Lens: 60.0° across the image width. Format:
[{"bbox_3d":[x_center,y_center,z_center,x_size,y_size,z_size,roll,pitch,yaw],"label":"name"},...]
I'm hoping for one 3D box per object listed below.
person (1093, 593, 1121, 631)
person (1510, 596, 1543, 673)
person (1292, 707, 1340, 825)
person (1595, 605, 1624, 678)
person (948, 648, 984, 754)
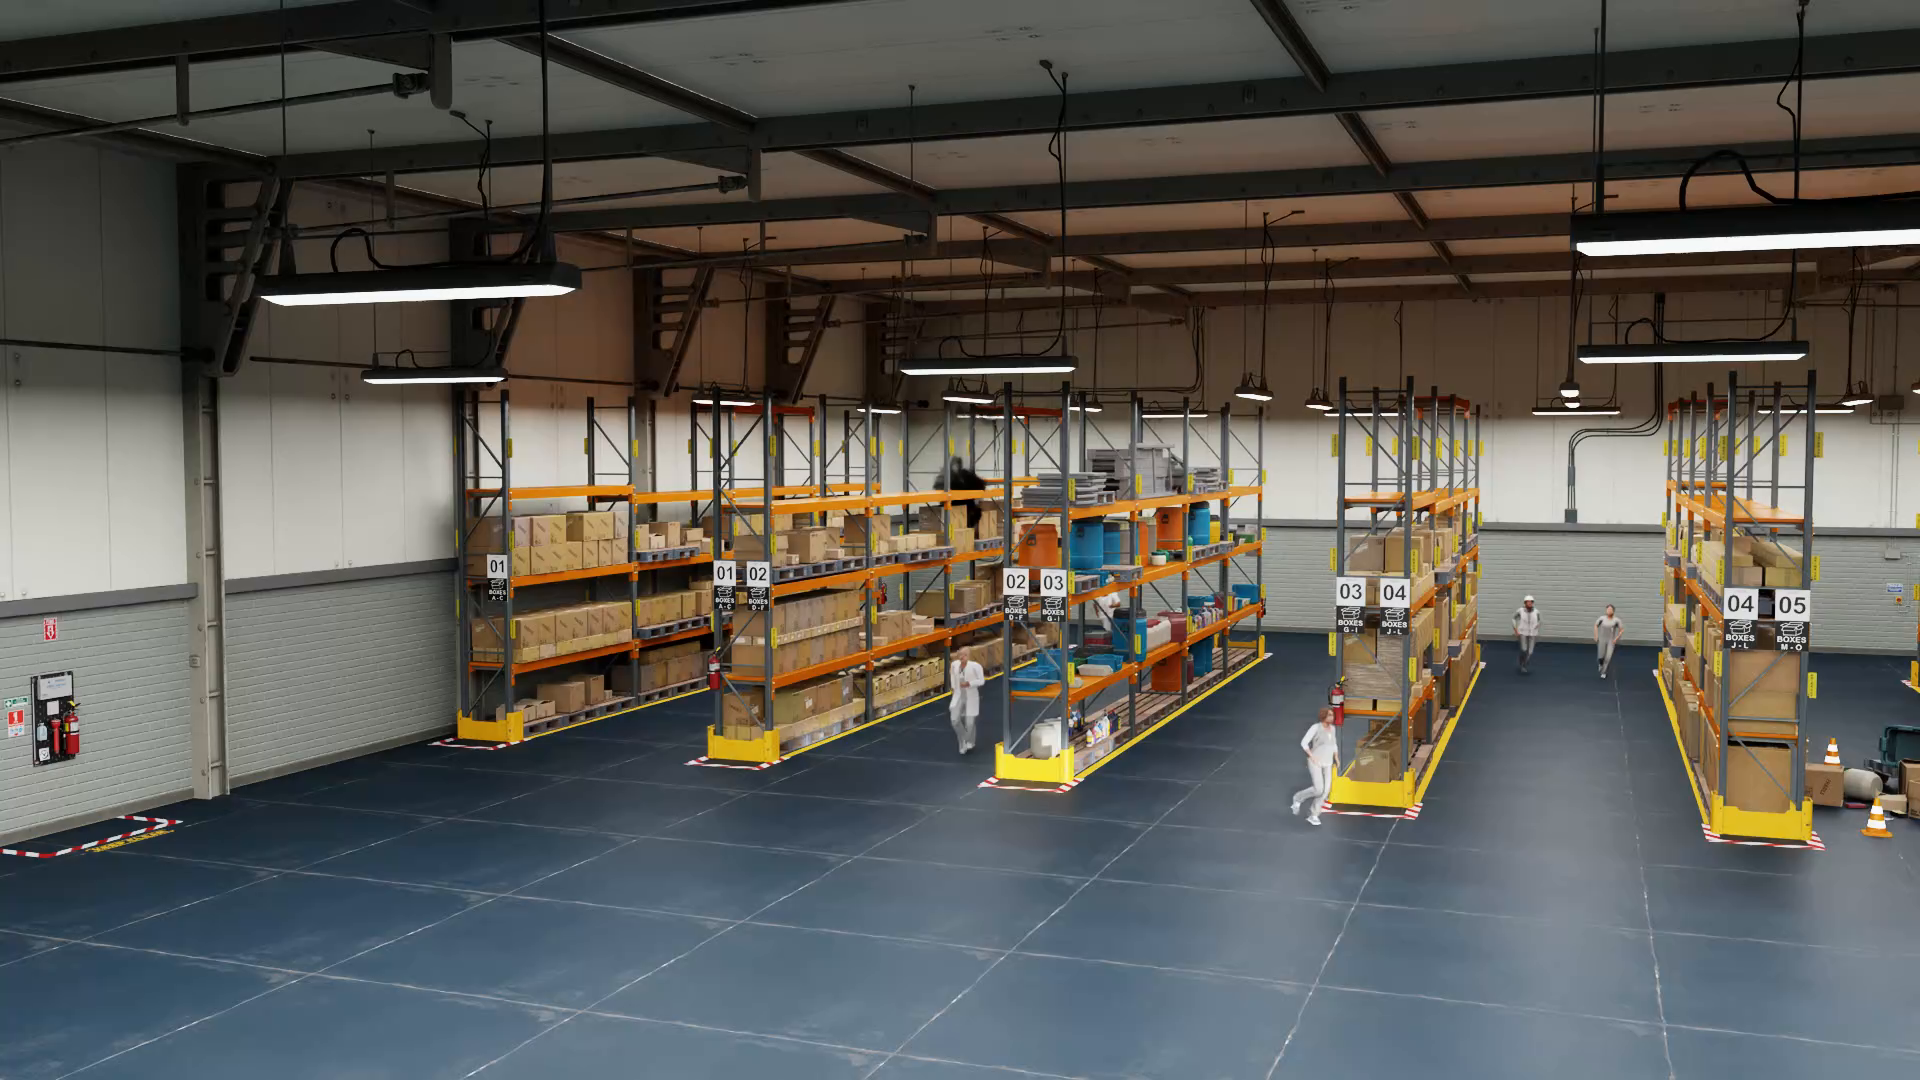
[{"bbox_3d":[3.575,1.896,40.500,0.702,1.747,0.930,0,3,8],"label":"person"},{"bbox_3d":[12.610,2.099,36.939,0.662,1.731,0.612,0,3,4],"label":"person"},{"bbox_3d":[4.818,3.002,22.318,0.565,1.538,0.551,-2,4,-29],"label":"person"},{"bbox_3d":[14.148,2.204,36.256,0.595,1.615,0.561,2,3,26],"label":"person"},{"bbox_3d":[0.100,2.675,27.234,0.664,1.687,0.851,1,3,16],"label":"person"}]
